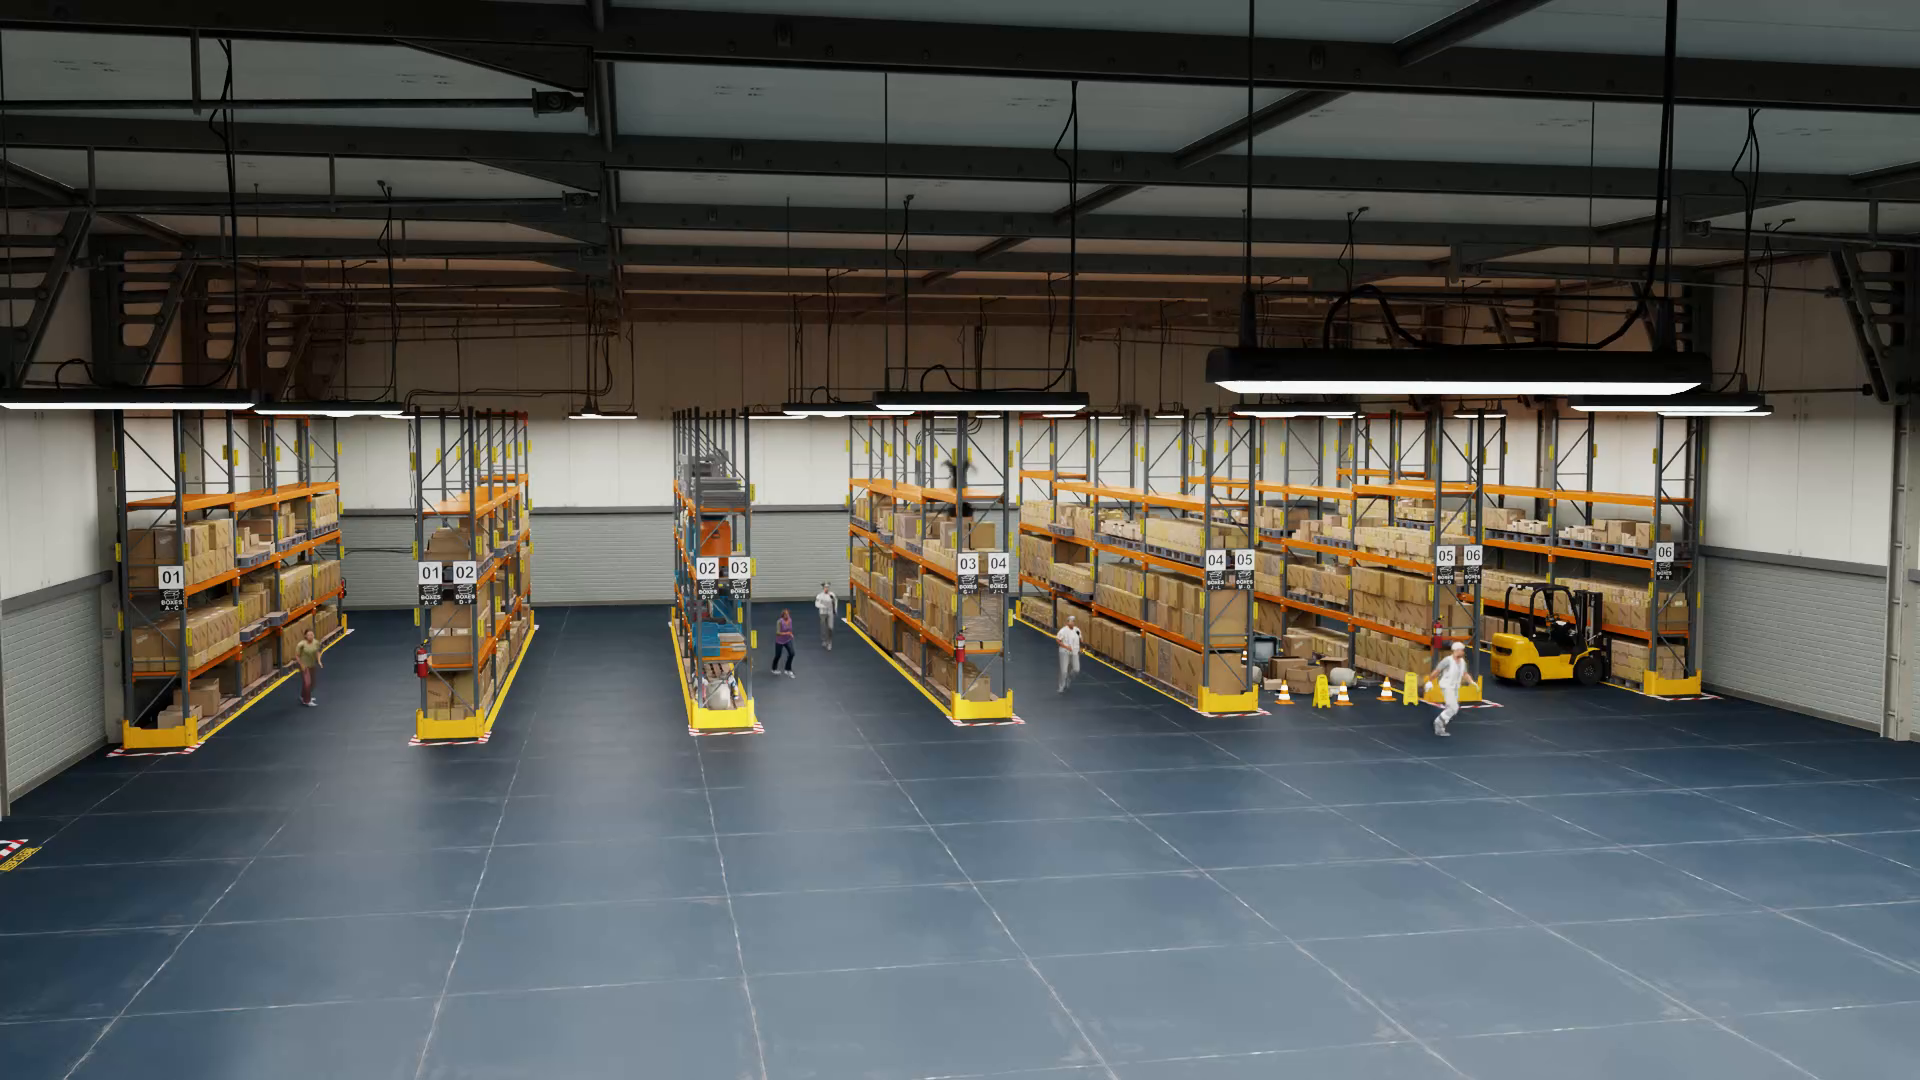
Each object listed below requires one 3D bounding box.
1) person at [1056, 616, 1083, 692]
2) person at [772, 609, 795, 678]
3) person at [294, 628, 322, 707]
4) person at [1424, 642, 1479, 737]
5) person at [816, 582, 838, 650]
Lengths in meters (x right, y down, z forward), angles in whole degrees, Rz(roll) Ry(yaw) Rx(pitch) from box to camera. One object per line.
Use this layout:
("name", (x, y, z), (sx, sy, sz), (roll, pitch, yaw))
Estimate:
("person", (2.356, 2.411, 35.245), (0.681, 1.617, 0.502), (-1, 4, -18))
("person", (-3.949, 2.310, 37.277), (0.547, 1.537, 0.899), (-3, 5, -35))
("person", (-13.178, 2.552, 33.509), (0.740, 1.613, 0.589), (3, 5, 34))
("person", (8.932, 2.708, 30.108), (0.660, 1.742, 0.801), (-3, 5, -37))
("person", (-3.354, 1.908, 41.867), (0.569, 1.739, 0.812), (-1, 4, -7))
